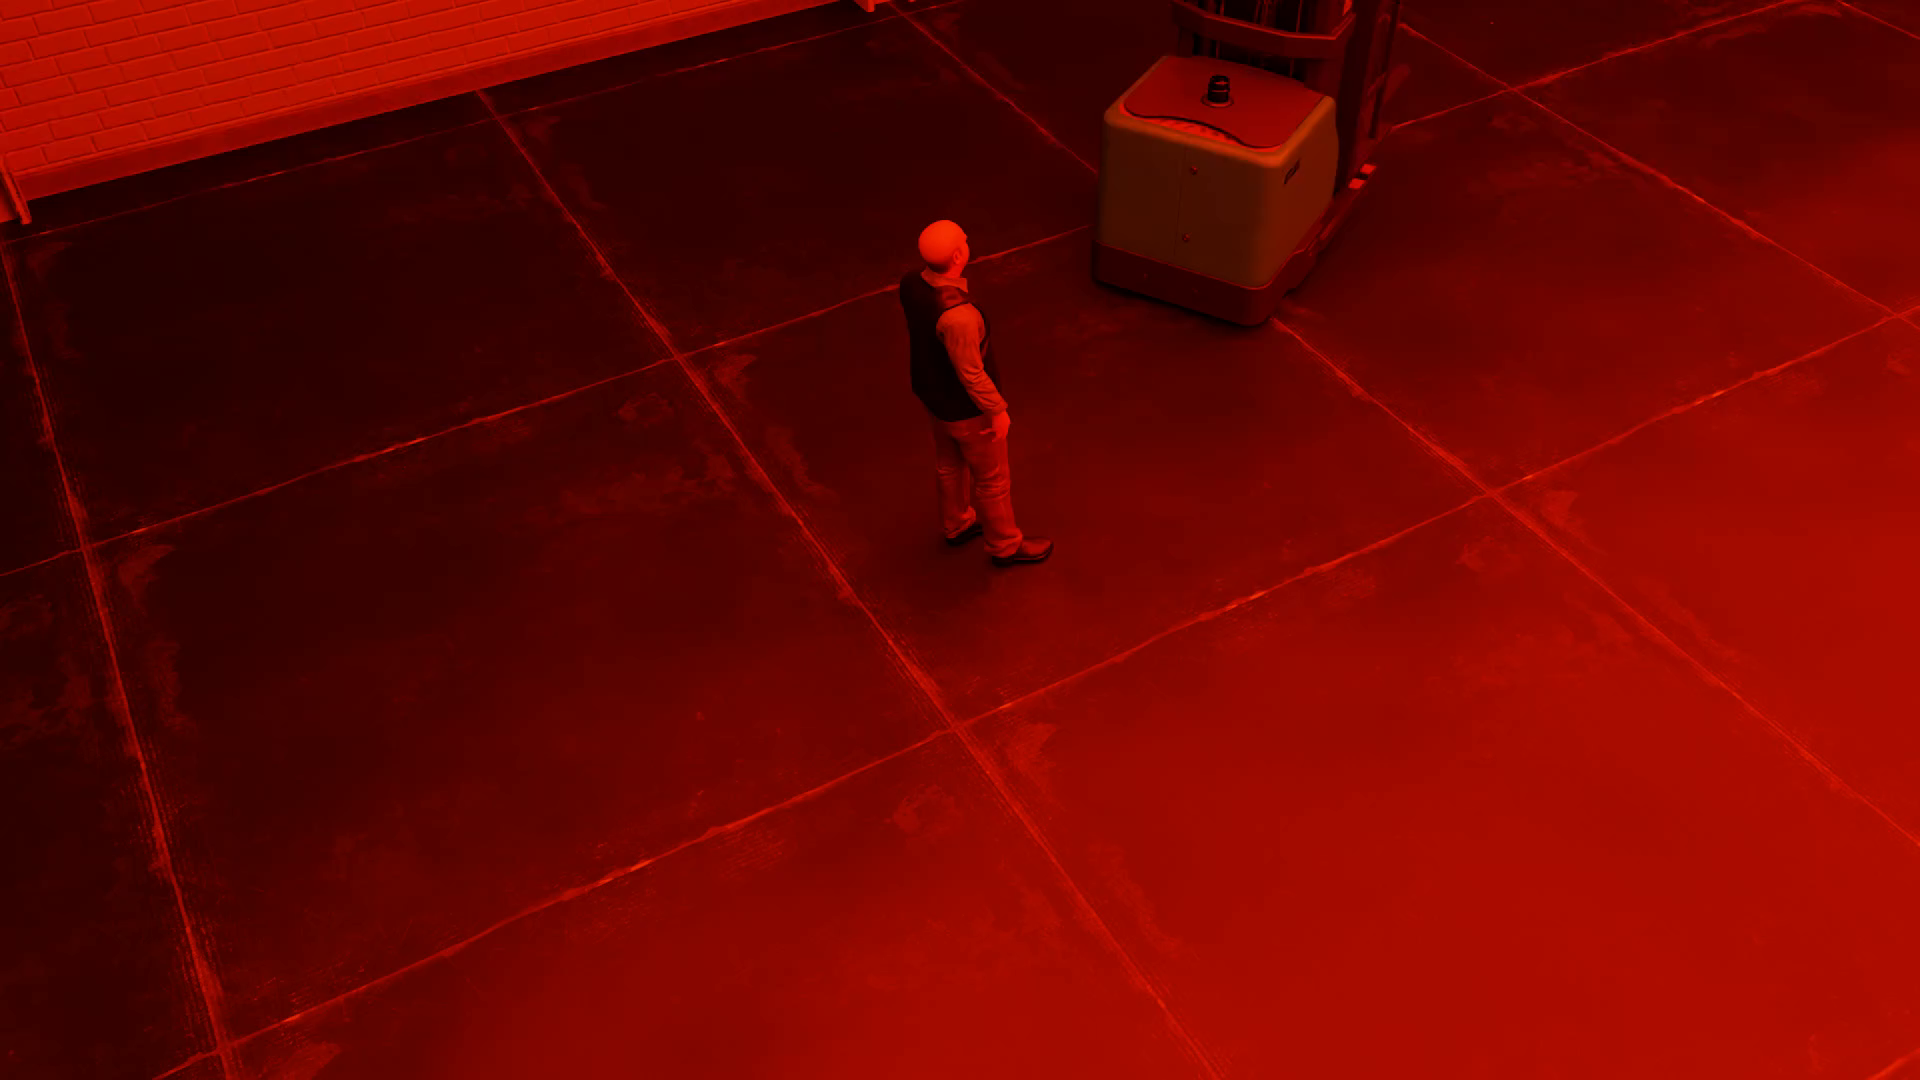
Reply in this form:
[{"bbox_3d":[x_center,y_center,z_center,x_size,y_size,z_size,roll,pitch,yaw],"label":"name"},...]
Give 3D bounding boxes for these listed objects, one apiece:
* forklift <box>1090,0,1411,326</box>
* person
[{"bbox_3d":[1.902,-3.224,9.175,1.130,2.935,3.031,21,47,21],"label":"forklift"},{"bbox_3d":[0.058,-0.653,7.281,0.566,1.722,0.633,-21,47,-21],"label":"person"}]
